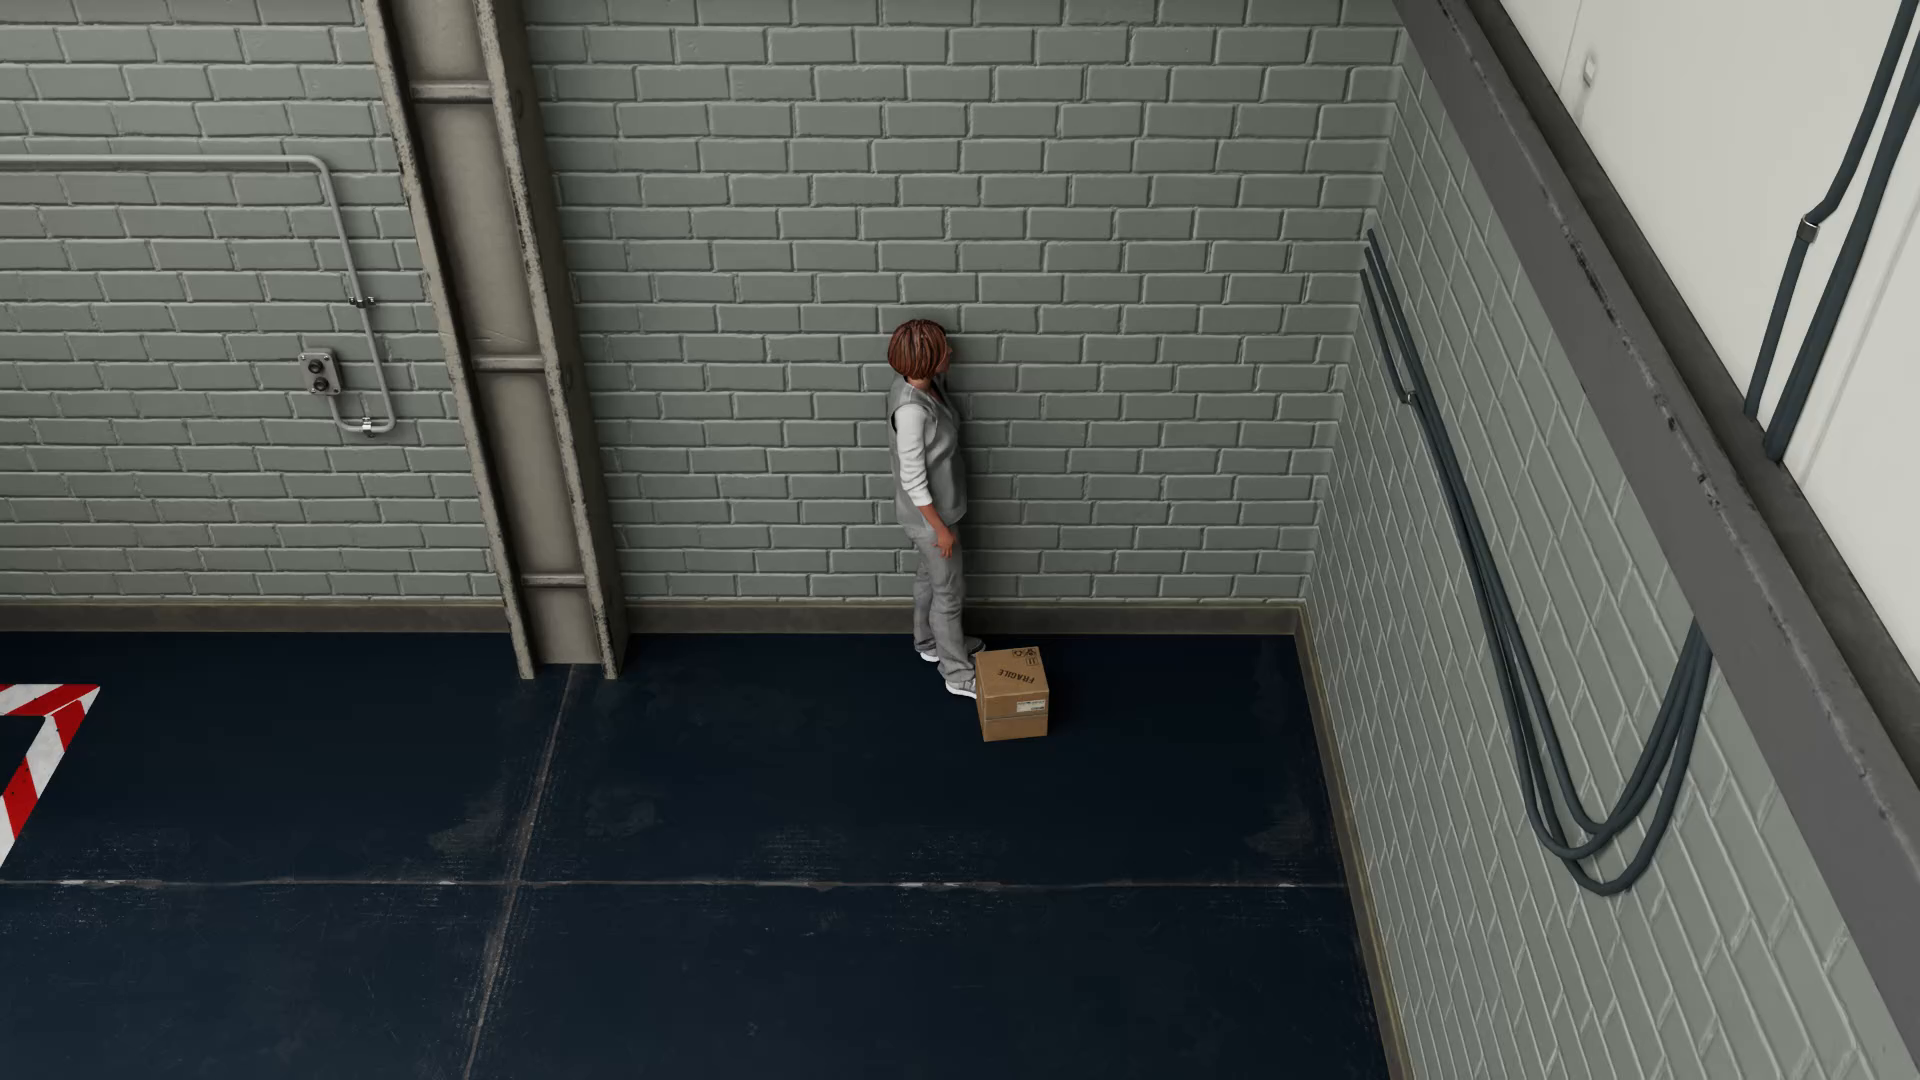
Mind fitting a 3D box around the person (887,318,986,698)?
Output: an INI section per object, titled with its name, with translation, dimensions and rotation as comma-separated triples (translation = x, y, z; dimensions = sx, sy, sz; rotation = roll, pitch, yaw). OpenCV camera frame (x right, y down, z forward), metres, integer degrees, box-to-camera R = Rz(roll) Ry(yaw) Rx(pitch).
[person]
translation = -0.029, -0.124, 6.296
dimensions = 0.472, 1.599, 0.520
rotation = 0, 40, 0
